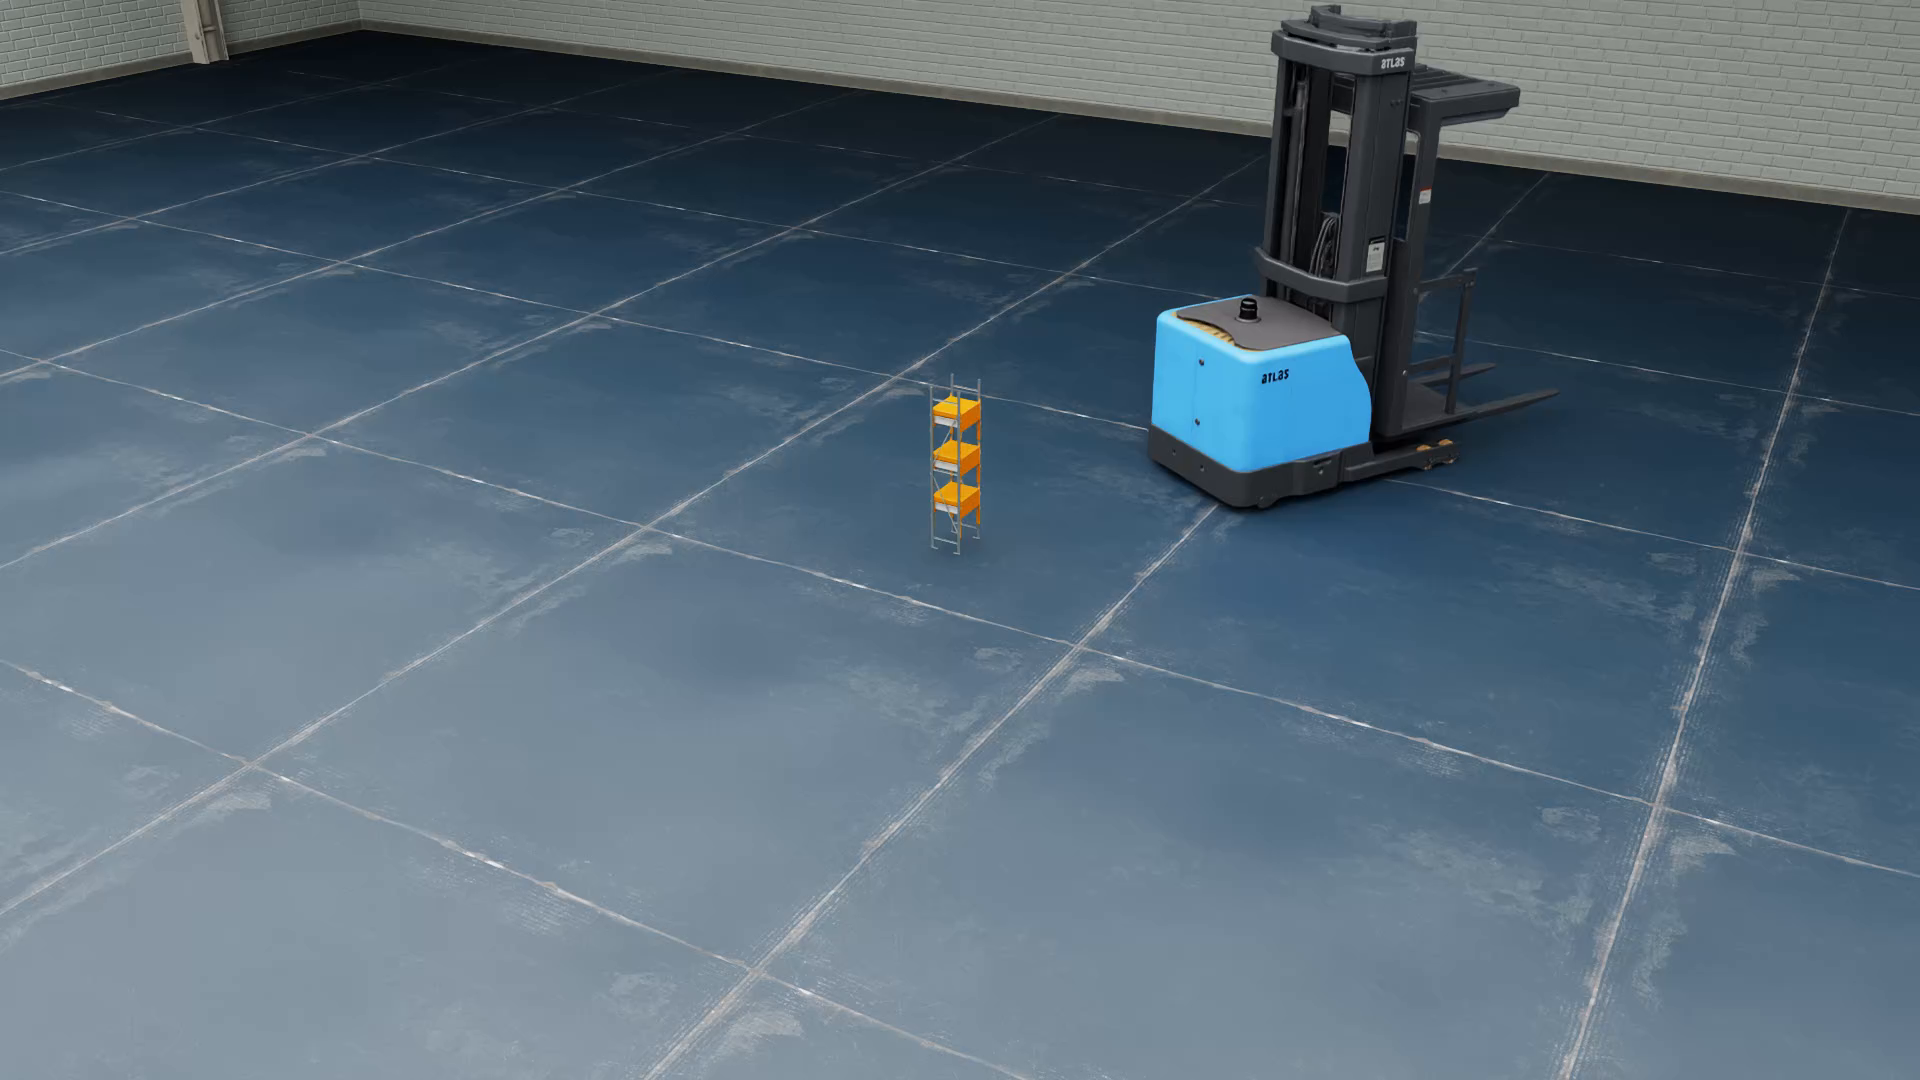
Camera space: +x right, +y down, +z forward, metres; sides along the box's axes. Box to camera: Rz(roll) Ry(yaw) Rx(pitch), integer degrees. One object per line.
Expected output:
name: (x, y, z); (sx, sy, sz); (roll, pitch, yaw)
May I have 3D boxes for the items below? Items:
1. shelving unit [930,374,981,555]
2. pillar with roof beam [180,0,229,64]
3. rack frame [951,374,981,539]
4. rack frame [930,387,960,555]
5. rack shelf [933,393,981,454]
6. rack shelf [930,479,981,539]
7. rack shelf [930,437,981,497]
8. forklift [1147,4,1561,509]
shelving unit: (-0.026, -0.449, 9.973); (0.215, 1.050, 0.252); (14, 30, 26)
pillar with roof beam: (-7.132, -10.036, 20.246); (9.100, 9.000, 0.400); (14, 30, 26)
rack frame: (0.034, -0.496, 10.068); (0.200, 1.050, 0.008); (14, 30, 26)
rack frame: (-0.086, -0.401, 9.878); (0.200, 1.050, 0.008); (14, 30, 26)
rack shelf: (-0.026, -0.693, 9.851); (0.215, 0.259, 0.240); (14, 30, 26)
rack shelf: (-0.026, -0.191, 10.102); (0.215, 0.259, 0.240); (14, 30, 26)
rack shelf: (-0.026, -0.439, 9.978); (0.215, 0.259, 0.240); (14, 30, 26)
forklift: (2.807, -1.972, 10.915); (3.031, 2.935, 1.130); (-14, 30, -26)
